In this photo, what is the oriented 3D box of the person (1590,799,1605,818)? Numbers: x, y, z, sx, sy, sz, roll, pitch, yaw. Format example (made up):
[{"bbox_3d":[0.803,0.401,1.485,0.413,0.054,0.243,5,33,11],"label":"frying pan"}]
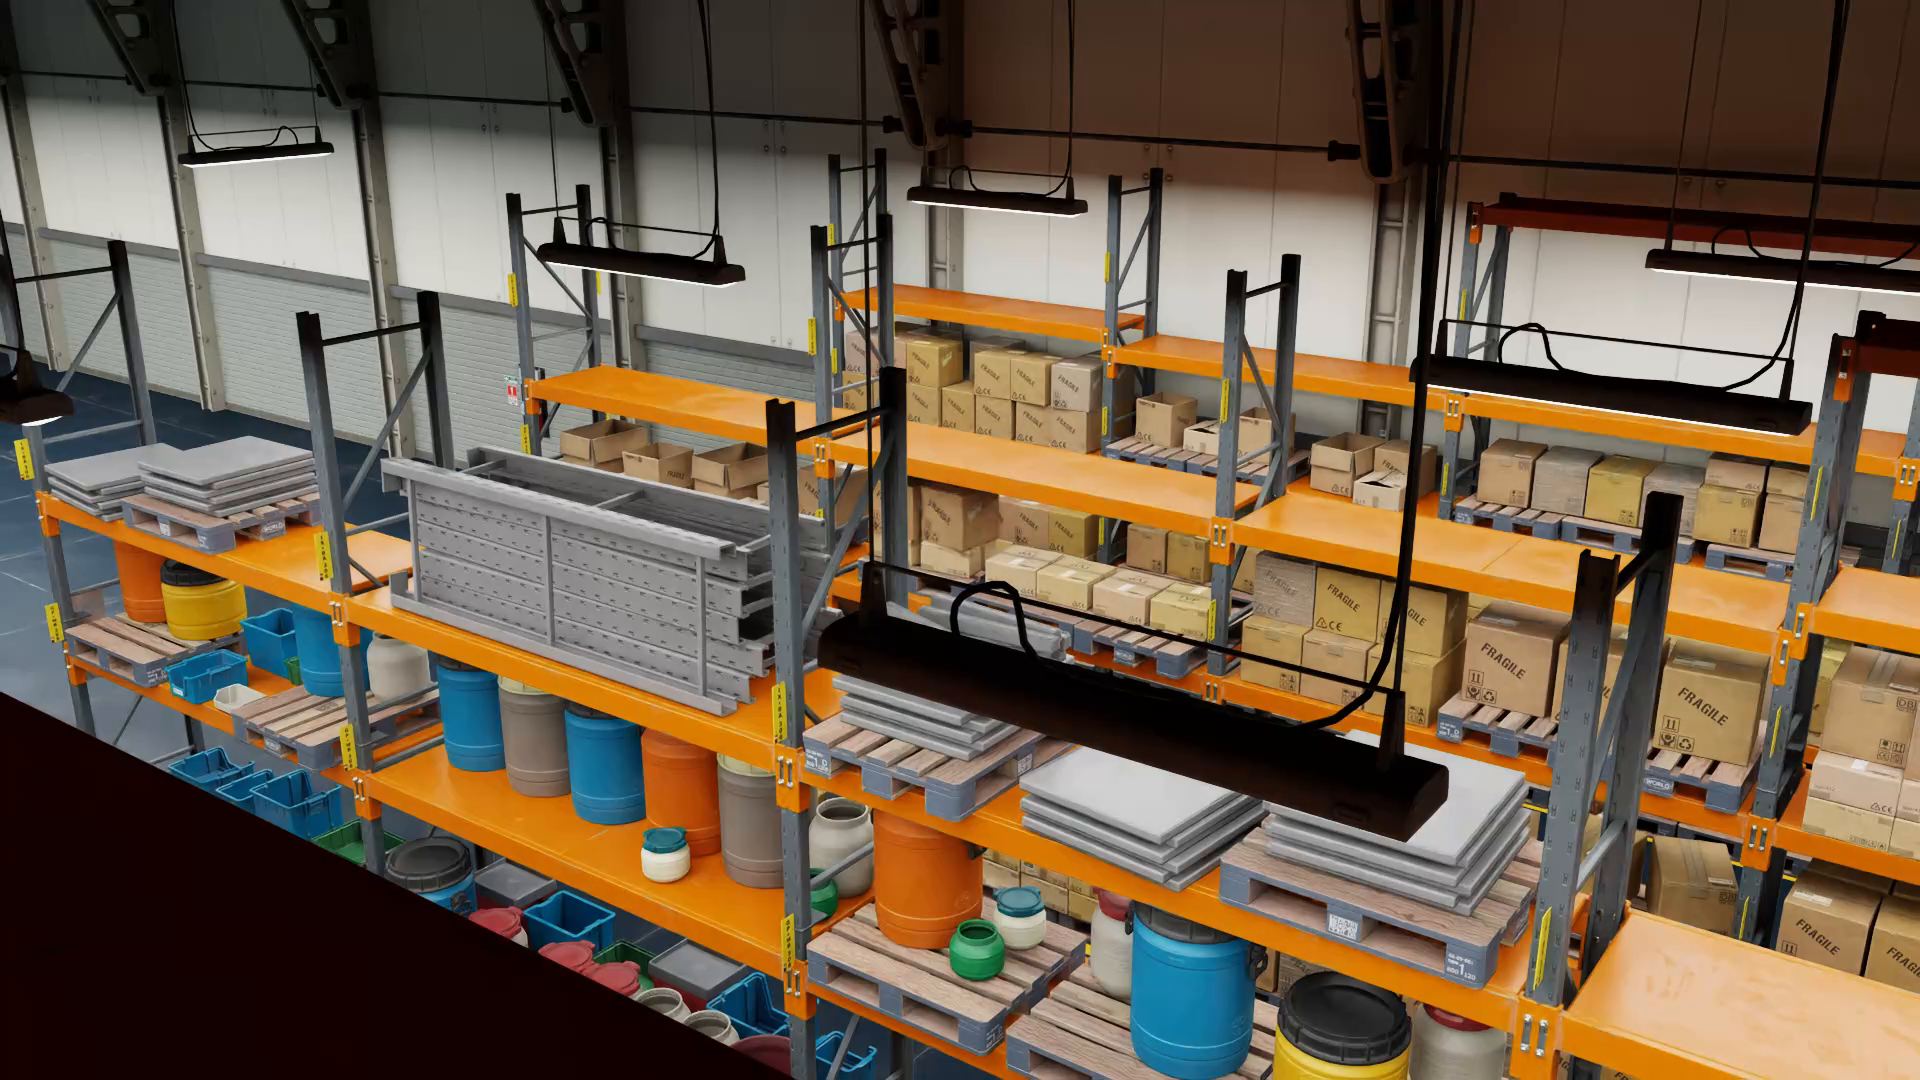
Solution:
[{"bbox_3d":[5.166,2.819,13.901,1.142,1.713,0.603,15,23,37],"label":"person"}]
